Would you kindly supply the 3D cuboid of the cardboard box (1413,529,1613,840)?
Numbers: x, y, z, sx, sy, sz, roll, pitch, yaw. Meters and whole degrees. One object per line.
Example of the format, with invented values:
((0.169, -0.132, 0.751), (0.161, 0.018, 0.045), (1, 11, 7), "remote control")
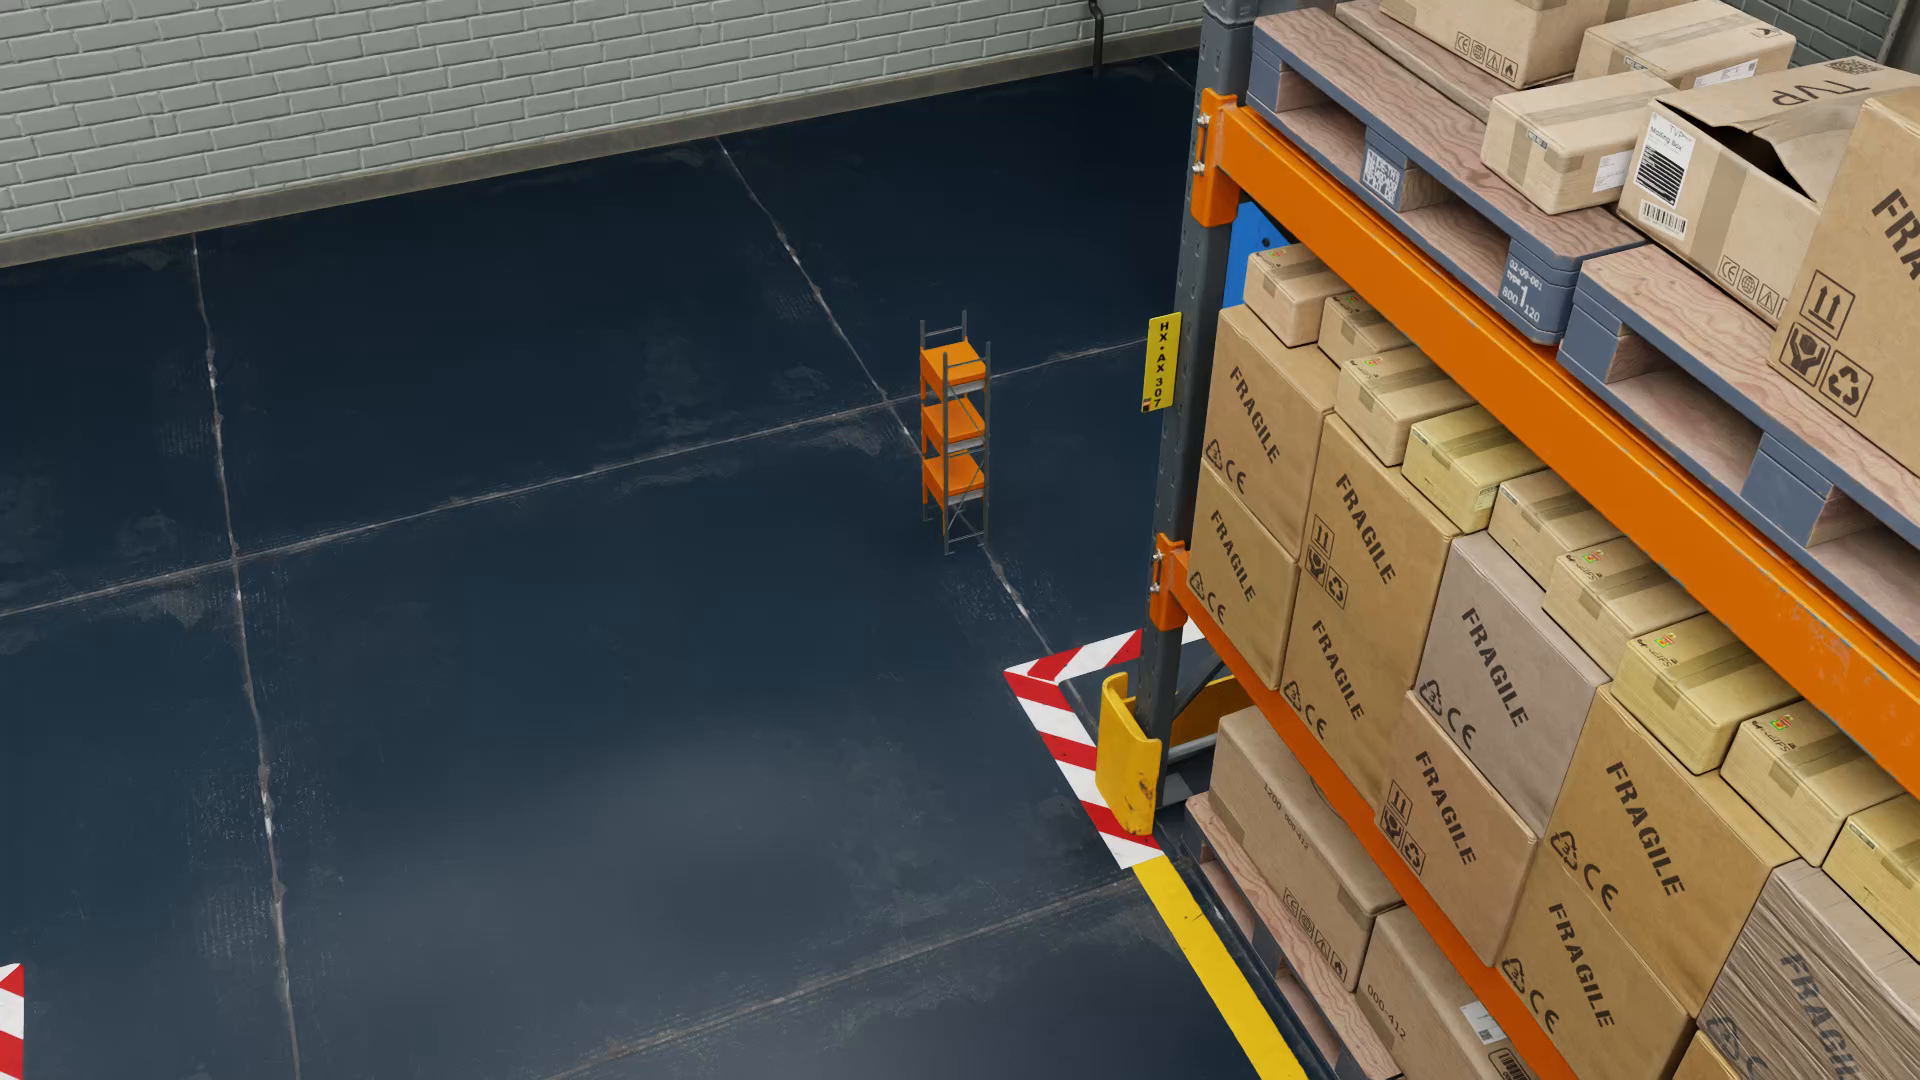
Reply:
((1.427, 0.272, 3.790), (0.500, 0.500, 0.500), (-15, 43, -17), "cardboard box")

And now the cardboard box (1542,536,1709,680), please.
((1.461, 0.116, 3.473), (0.380, 0.149, 0.250), (-15, 43, -16), "cardboard box")

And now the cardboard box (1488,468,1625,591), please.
((1.405, -0.044, 3.660), (0.380, 0.149, 0.250), (-15, 43, -16), "cardboard box")

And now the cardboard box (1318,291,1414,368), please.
((1.144, -0.529, 4.223), (0.380, 0.149, 0.250), (-14, 43, -16), "cardboard box")

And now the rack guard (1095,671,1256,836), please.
((1.089, 0.645, 6.117), (1.175, 0.500, 0.348), (-15, 43, -17), "rack guard")

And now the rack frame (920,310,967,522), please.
((-0.067, -0.504, 7.031), (0.200, 1.050, 0.008), (-15, 43, -17), "rack frame")

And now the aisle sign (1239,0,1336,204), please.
((0.803, -1.245, 4.404), (0.394, 0.787, 0.004), (-15, 43, -17), "aisle sign")

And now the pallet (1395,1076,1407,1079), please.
((1.939, 1.964, 4.804), (1.003, 0.211, 1.213), (-15, 43, -17), "pallet")

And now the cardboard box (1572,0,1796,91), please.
((1.588, -1.047, 3.660), (0.380, 0.149, 0.250), (-18, 44, -20), "cardboard box")

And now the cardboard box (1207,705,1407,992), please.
((1.443, 0.896, 5.550), (0.875, 0.438, 0.875), (-17, 43, -18), "cardboard box")

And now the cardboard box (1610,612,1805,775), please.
((1.533, 0.276, 3.288), (0.380, 0.149, 0.250), (-16, 43, -18), "cardboard box")

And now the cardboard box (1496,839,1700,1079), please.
((1.621, 0.940, 3.779), (0.500, 0.500, 0.500), (-14, 43, -15), "cardboard box")

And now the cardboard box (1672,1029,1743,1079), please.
((1.807, 1.259, 3.408), (0.500, 0.500, 0.500), (-16, 43, -17), "cardboard box")

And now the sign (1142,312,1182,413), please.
((0.583, -0.512, 4.820), (0.100, 0.325, 0.005), (-15, 43, -17), "sign")

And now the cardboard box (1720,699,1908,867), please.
((1.678, 0.422, 3.118), (0.380, 0.149, 0.250), (-15, 43, -17), "cardboard box")

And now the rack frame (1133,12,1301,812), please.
((1.098, -0.289, 5.285), (1.000, 3.000, 0.127), (-15, 43, -17), "rack frame")

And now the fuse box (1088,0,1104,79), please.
((0.916, -3.627, 10.156), (0.539, 1.711, 0.414), (-15, 43, -17), "fuse box")

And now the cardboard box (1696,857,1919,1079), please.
((1.803, 0.876, 3.087), (0.500, 0.500, 0.500), (-15, 43, -16), "cardboard box")

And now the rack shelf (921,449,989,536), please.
((-0.020, -0.212, 7.133), (0.215, 0.259, 0.240), (-15, 43, -17), "rack shelf")

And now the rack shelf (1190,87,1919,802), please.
((1.864, 0.051, 3.141), (1.077, 0.370, 4.000), (-15, 43, -17), "rack shelf")

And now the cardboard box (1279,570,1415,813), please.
((1.236, 0.332, 4.487), (0.500, 0.500, 0.500), (-16, 43, -17), "cardboard box")

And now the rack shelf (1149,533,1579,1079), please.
((1.864, 1.189, 4.119), (1.077, 0.370, 4.000), (-15, 43, -17), "rack shelf")

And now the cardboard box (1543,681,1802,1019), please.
((1.619, 0.572, 3.440), (0.500, 0.500, 0.500), (-15, 43, -17), "cardboard box")

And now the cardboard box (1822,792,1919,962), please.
((1.786, 0.566, 2.950), (0.380, 0.149, 0.250), (-16, 43, -18), "cardboard box")

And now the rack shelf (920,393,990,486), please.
((-0.020, -0.422, 6.952), (0.215, 0.259, 0.240), (-15, 43, -17), "rack shelf")

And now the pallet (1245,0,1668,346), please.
((1.392, -0.948, 3.819), (1.003, 0.211, 1.213), (-15, 43, -17), "pallet")

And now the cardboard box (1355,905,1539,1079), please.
((1.801, 1.445, 4.912), (0.875, 0.438, 0.875), (-14, 43, -16), "cardboard box")

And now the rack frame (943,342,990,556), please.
((0.026, -0.357, 6.860), (0.200, 1.050, 0.008), (-15, 43, -17), "rack frame")

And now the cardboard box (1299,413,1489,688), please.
((1.223, -0.036, 4.148), (0.500, 0.500, 0.500), (-16, 43, -18), "cardboard box")

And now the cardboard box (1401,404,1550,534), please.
((1.255, -0.190, 3.829), (0.380, 0.149, 0.250), (-16, 43, -18), "cardboard box")

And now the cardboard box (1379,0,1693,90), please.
((1.354, -1.318, 3.897), (0.500, 0.250, 0.500), (-19, 44, -21), "cardboard box")

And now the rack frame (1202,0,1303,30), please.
((1.098, -2.563, 3.329), (1.000, 3.000, 0.127), (-15, 43, -17), "rack frame")

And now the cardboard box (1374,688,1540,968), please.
((1.414, 0.643, 4.125), (0.500, 0.500, 0.500), (-15, 43, -17), "cardboard box")

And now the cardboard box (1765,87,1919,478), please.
((1.731, -0.409, 2.649), (0.500, 0.500, 0.500), (-14, 43, -16), "cardboard box")

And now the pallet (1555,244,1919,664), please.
((1.862, -0.212, 2.964), (1.003, 0.211, 1.213), (-15, 43, -17), "pallet")

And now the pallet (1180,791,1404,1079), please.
((1.477, 1.231, 5.657), (1.003, 0.211, 1.213), (-15, 43, -17), "pallet")

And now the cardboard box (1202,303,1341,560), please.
((1.019, -0.346, 4.508), (0.500, 0.500, 0.500), (-16, 43, -18), "cardboard box")

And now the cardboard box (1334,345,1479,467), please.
((1.138, -0.344, 4.008), (0.380, 0.149, 0.250), (-14, 43, -16), "cardboard box")

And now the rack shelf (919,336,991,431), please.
((-0.020, -0.637, 6.767), (0.215, 0.259, 0.240), (-15, 43, -17), "rack shelf")

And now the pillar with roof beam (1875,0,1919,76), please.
((1.507, -4.579, 5.673), (9.100, 9.000, 0.400), (-15, 43, -17), "pillar with roof beam")

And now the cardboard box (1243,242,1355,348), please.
((0.978, -0.669, 4.386), (0.380, 0.149, 0.250), (-14, 43, -16), "cardboard box")

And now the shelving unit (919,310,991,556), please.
((-0.020, -0.430, 6.945), (0.215, 1.050, 0.252), (-15, 43, -17), "shelving unit")

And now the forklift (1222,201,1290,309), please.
((2.611, -2.300, 7.677), (3.031, 2.935, 1.130), (-22, 45, -24), "forklift")

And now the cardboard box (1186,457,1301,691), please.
((1.017, 0.034, 4.833), (0.500, 0.500, 0.500), (-15, 43, -17), "cardboard box")

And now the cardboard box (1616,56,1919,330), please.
((1.625, -0.675, 3.104), (0.500, 0.311, 0.500), (-14, 43, -16), "cardboard box")

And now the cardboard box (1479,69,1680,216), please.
((1.302, -0.815, 3.391), (0.380, 0.149, 0.250), (-14, 43, -15), "cardboard box")
